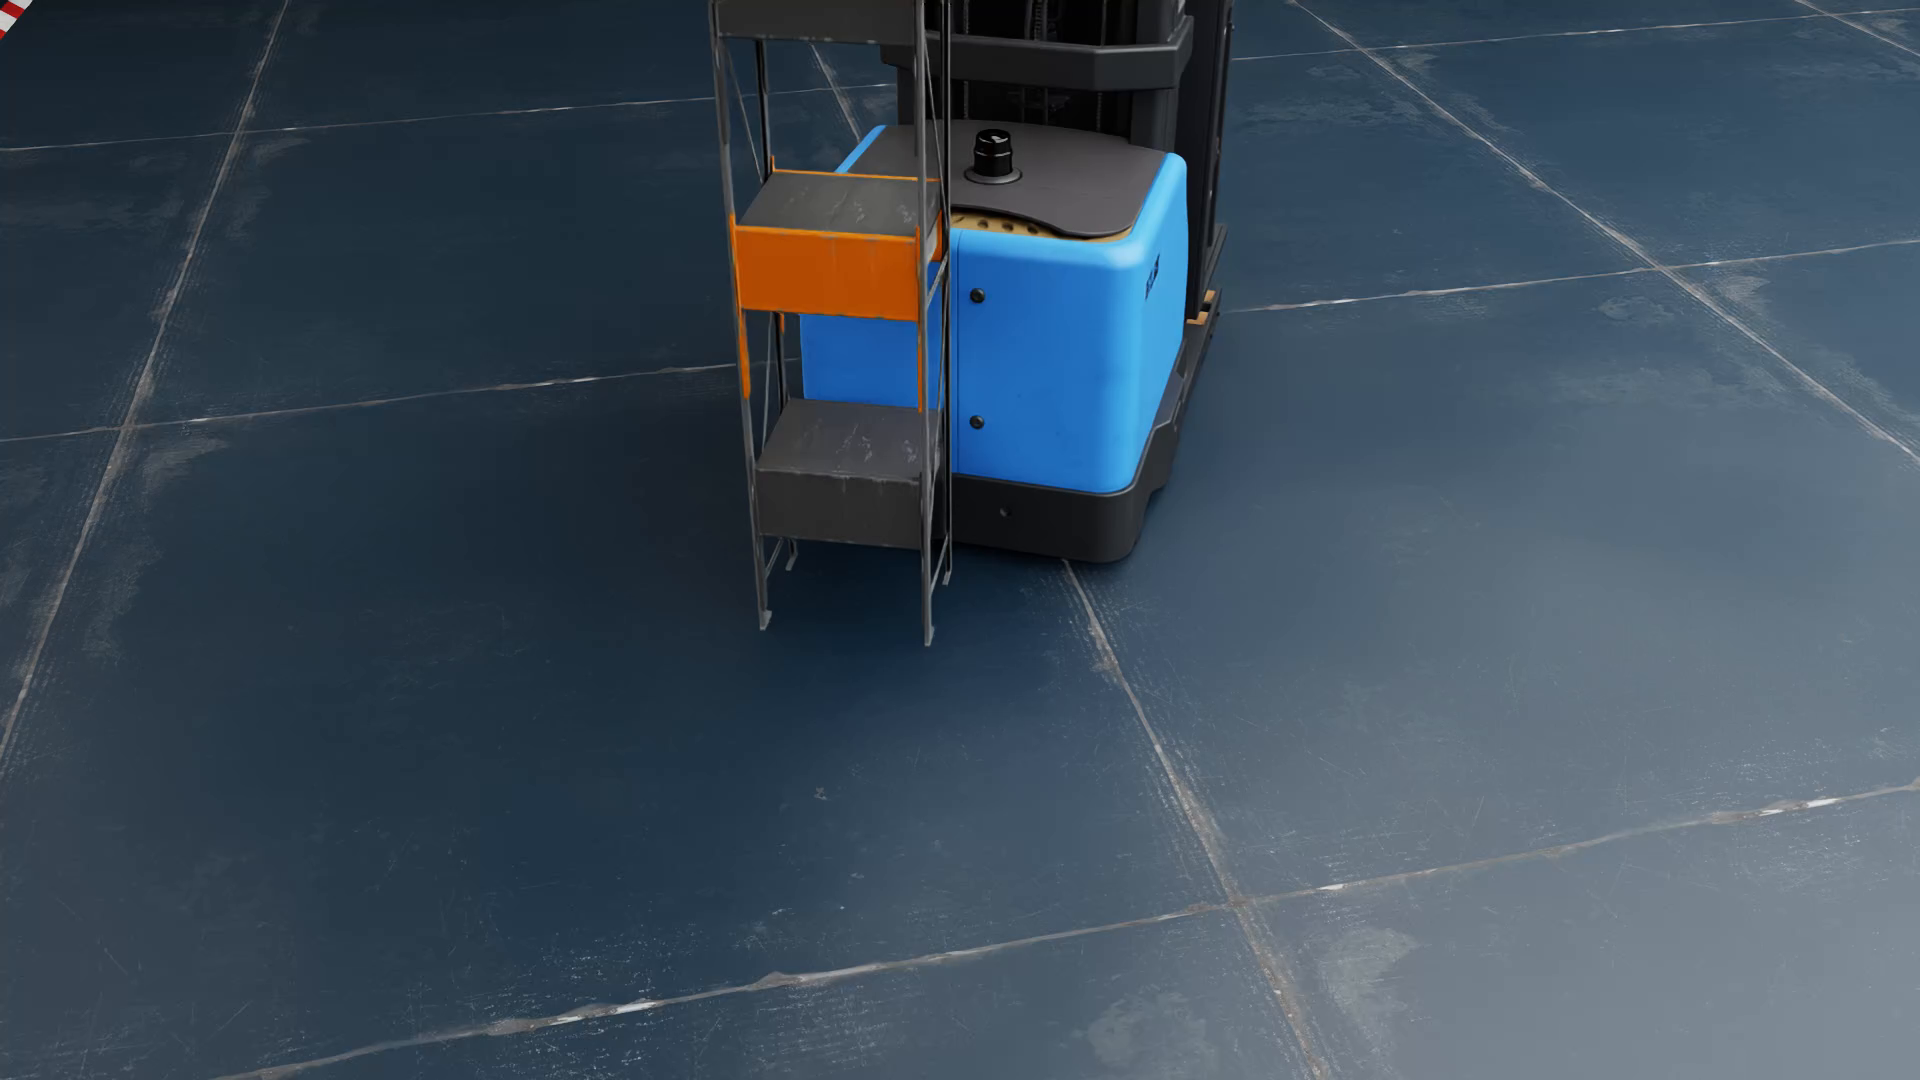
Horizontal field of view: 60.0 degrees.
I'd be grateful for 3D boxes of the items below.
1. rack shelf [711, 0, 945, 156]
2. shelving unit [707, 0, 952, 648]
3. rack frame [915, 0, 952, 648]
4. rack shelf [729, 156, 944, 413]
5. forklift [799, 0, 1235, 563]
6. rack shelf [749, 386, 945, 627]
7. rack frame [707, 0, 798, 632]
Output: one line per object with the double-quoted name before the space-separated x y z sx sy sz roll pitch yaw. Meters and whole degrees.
"rack shelf" -0.304 -1.264 4.017 0.480 0.518 0.431 5 34 8
"shelving unit" -0.304 -0.694 4.399 0.503 2.100 0.431 5 34 8
"rack frame" -0.063 -0.672 4.367 0.015 2.100 0.400 5 34 8
"rack shelf" -0.304 -0.682 4.407 0.480 0.518 0.431 5 34 8
"forklift" 0.389 -1.965 5.548 1.130 2.935 3.031 9 35 13
"rack shelf" -0.304 -0.101 4.797 0.480 0.518 0.431 5 34 8
"rack frame" -0.545 -0.715 4.432 0.015 2.100 0.400 5 34 8
